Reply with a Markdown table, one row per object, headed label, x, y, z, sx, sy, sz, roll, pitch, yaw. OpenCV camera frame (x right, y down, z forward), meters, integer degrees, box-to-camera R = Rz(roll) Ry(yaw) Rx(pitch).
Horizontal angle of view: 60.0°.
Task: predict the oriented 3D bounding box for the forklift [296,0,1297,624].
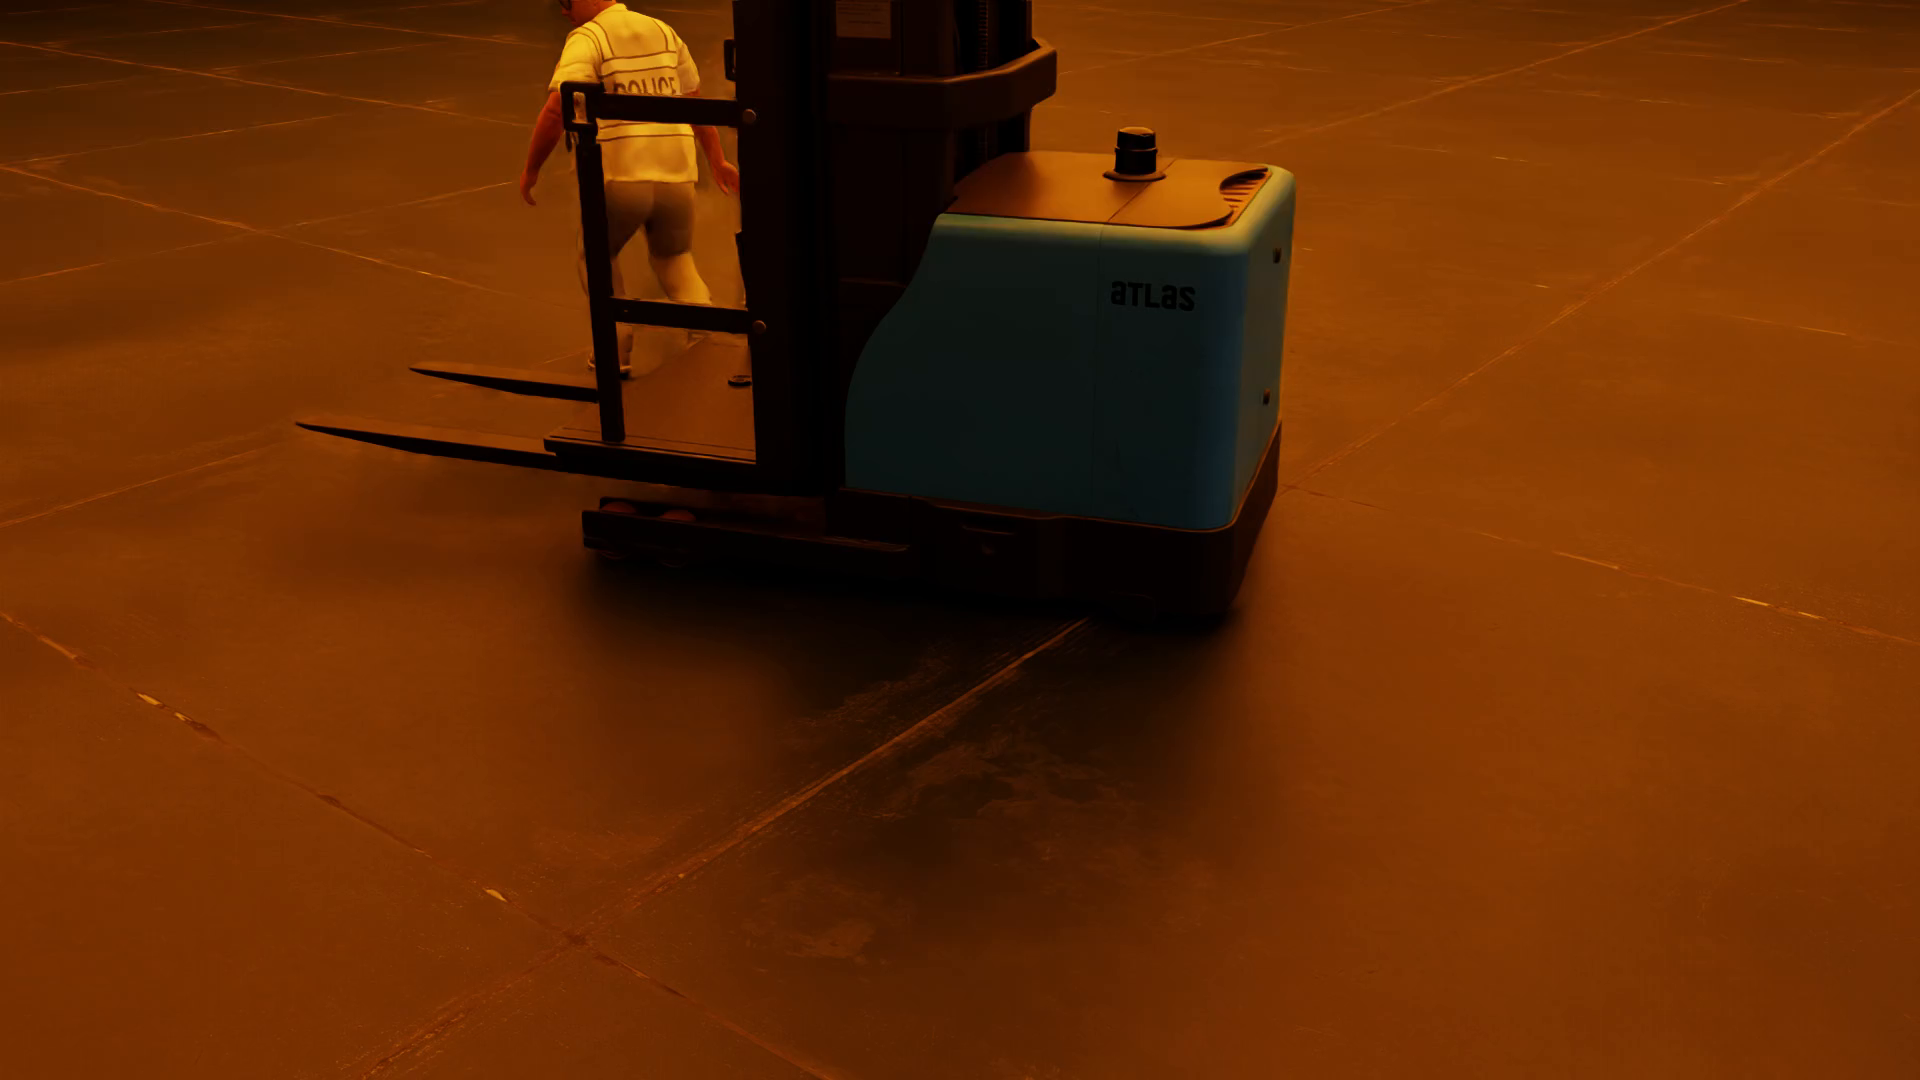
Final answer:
| label | x | y | z | sx | sy | sz | roll | pitch | yaw |
| --- | --- | --- | --- | --- | --- | --- | --- | --- | --- |
| forklift | -0.586 | -1.454 | 4.683 | 3.031 | 2.935 | 1.130 | 7 | 25 | 17 |

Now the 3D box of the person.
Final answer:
| label | x | y | z | sx | sy | sz | roll | pitch | yaw |
| --- | --- | --- | --- | --- | --- | --- | --- | --- | --- |
| person | -1.199 | -1.397 | 6.347 | 0.921 | 1.578 | 0.609 | -16 | 28 | -33 |
